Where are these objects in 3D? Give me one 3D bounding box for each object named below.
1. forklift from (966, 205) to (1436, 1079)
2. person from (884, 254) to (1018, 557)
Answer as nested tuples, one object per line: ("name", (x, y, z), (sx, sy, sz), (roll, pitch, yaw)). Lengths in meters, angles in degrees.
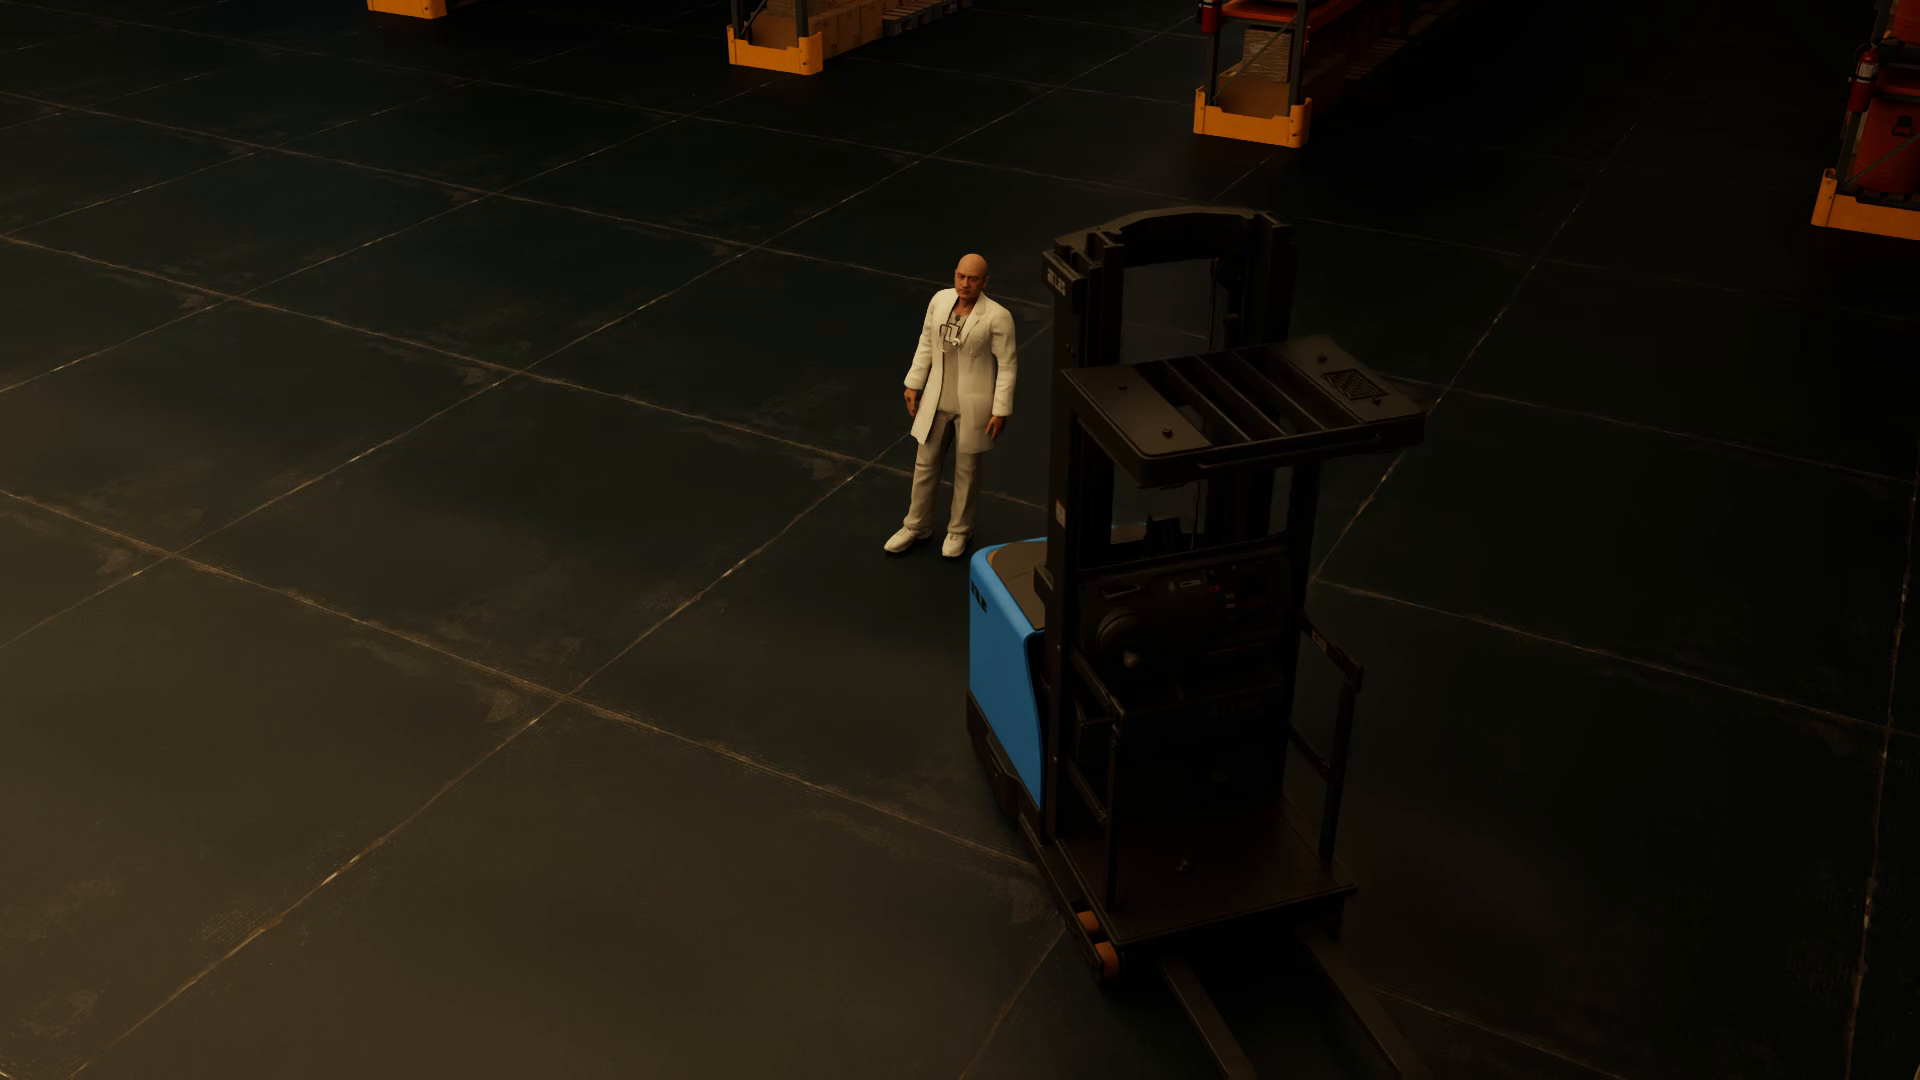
("forklift", (0.979, 0.322, 6.512), (1.130, 2.935, 3.031), (-9, 31, -16))
("person", (-0.047, -0.737, 9.487), (0.698, 1.779, 0.577), (15, 33, 25))
